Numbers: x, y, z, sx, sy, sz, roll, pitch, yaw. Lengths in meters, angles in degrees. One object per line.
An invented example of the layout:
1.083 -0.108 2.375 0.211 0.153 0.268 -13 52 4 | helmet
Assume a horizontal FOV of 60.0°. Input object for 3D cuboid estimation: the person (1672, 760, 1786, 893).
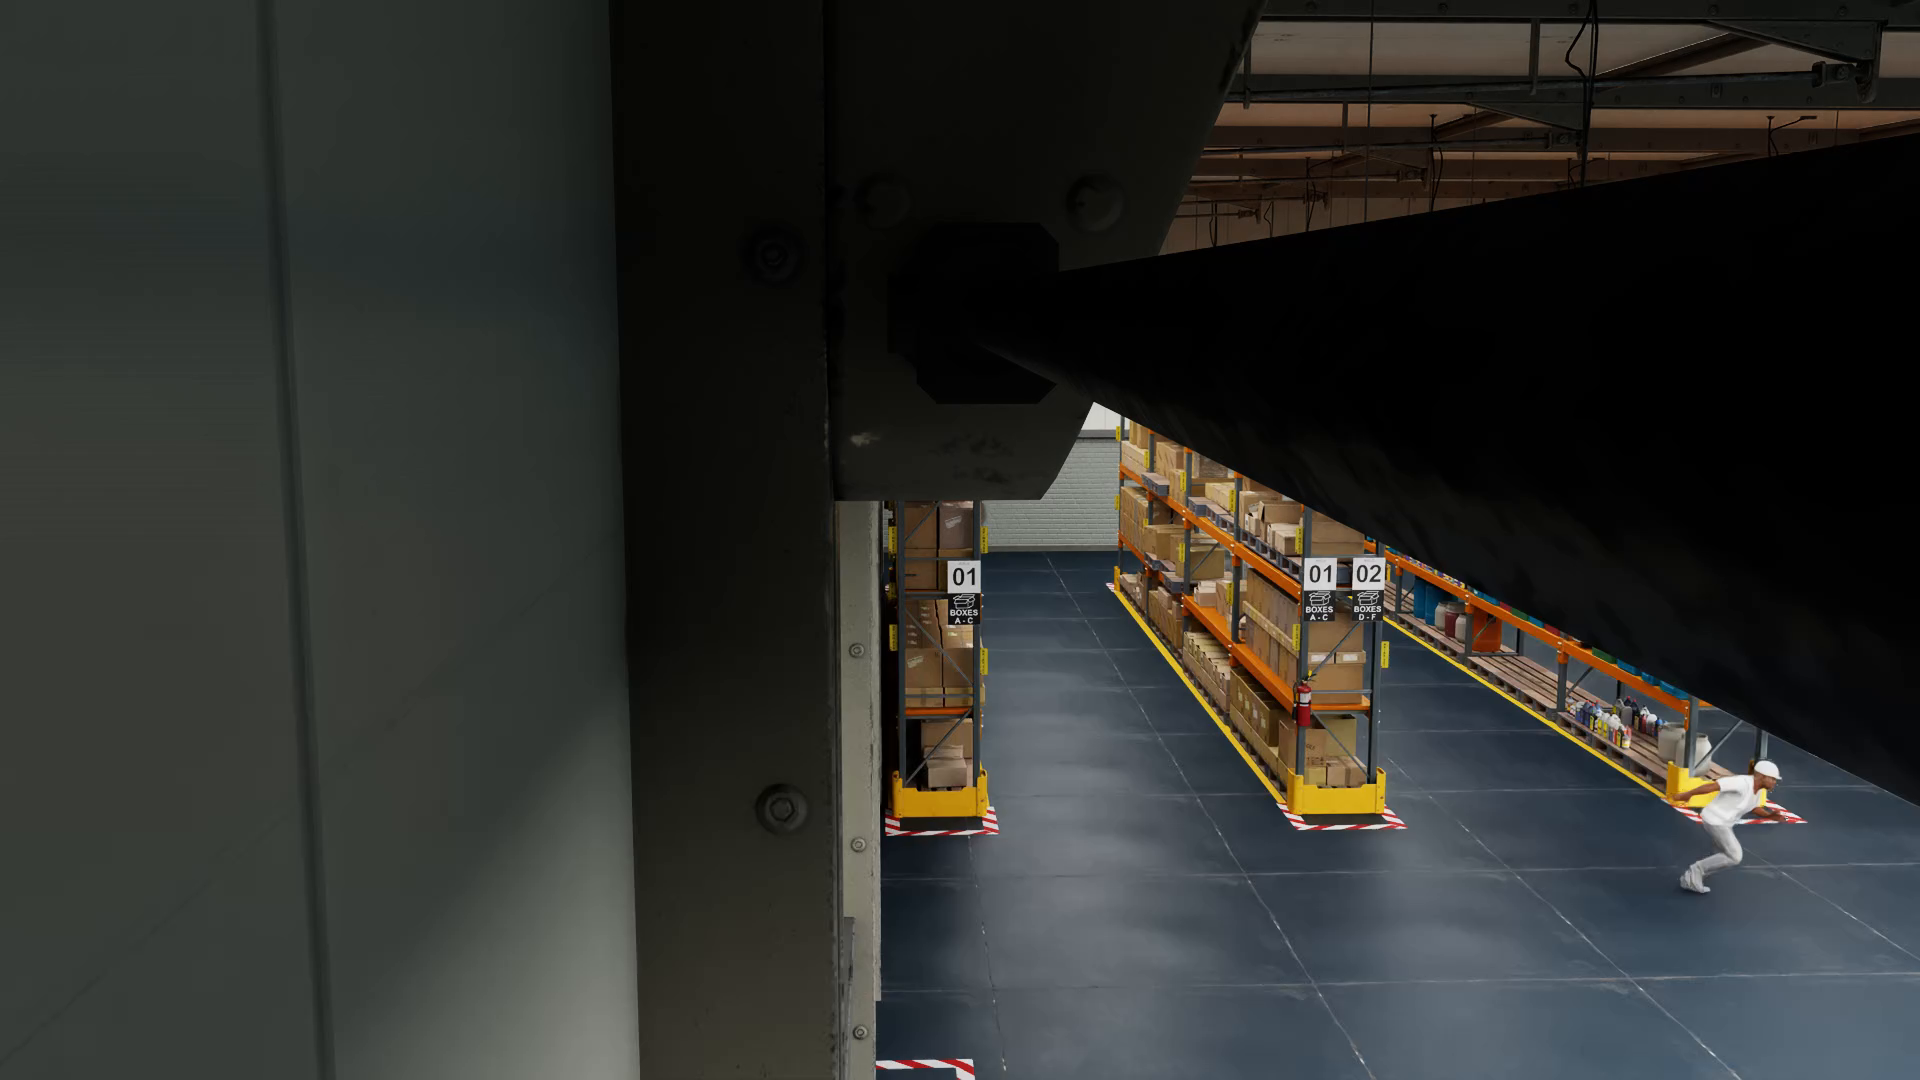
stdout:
8.178 3.044 17.652 1.008 1.506 0.735 7 11 42 | person
